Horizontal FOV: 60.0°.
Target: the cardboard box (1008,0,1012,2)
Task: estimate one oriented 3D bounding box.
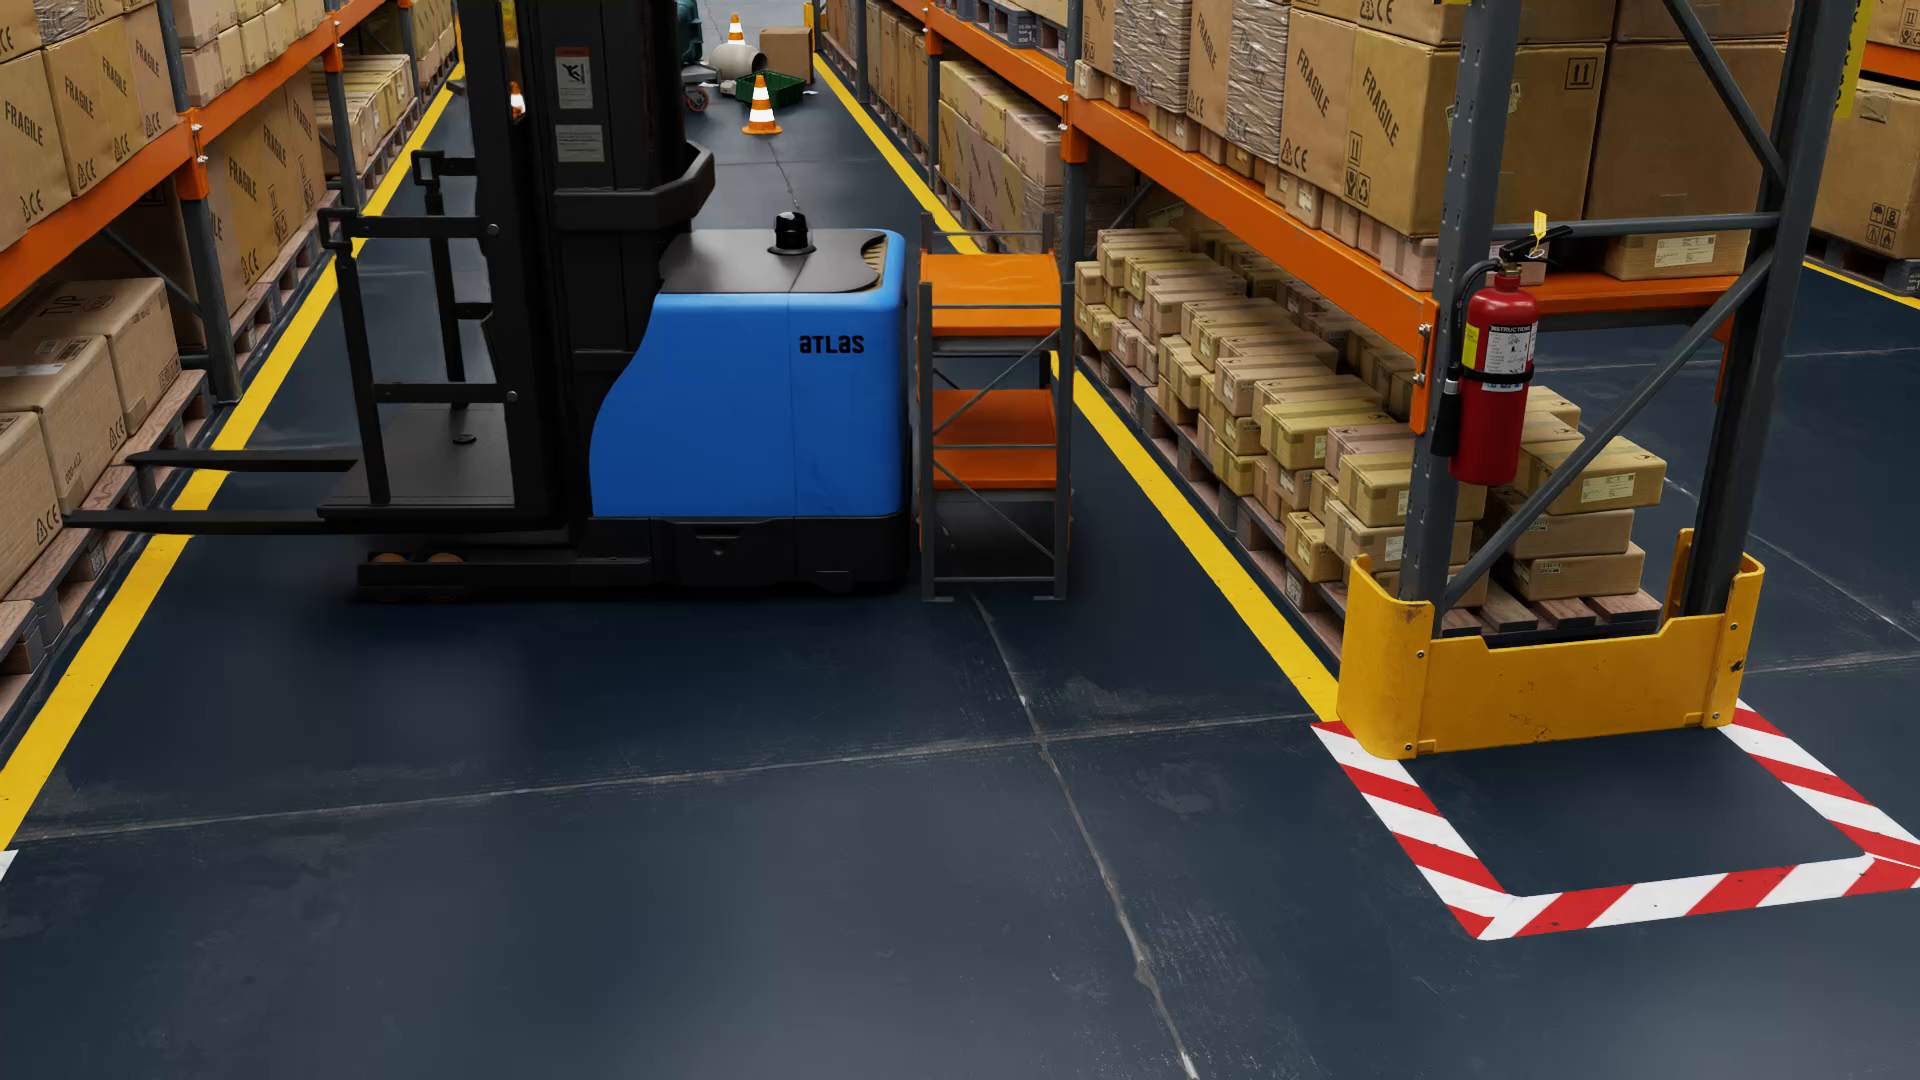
[{"bbox_3d":[0.450,-3.225,9.676,0.380,0.149,0.250,-5,24,-11],"label":"cardboard box"}]

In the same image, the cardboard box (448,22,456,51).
[{"bbox_3d":[-5.635,-5.328,17.613,0.500,0.250,0.500,-4,24,-10],"label":"cardboard box"}]

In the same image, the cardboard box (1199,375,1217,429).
[{"bbox_3d":[1.138,-0.534,6.391,0.380,0.149,0.250,-3,24,-7],"label":"cardboard box"}]

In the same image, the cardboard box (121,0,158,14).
[{"bbox_3d":[-3.476,-2.322,6.445,0.500,0.500,0.500,-5,24,-10],"label":"cardboard box"}]

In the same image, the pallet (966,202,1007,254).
[{"bbox_3d":[0.637,-1.899,10.333,1.003,0.211,1.213,-4,24,-10],"label":"pallet"}]

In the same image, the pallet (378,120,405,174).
[{"bbox_3d":[-4.939,-3.065,13.004,1.003,0.211,1.213,-4,24,-10],"label":"pallet"}]

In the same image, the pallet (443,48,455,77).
[{"bbox_3d":[-5.924,-5.073,17.603,1.003,0.211,1.213,-4,24,-10],"label":"pallet"}]

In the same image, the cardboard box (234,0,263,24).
[{"bbox_3d":[-3.830,-2.741,8.341,0.500,0.250,0.500,-4,24,-9],"label":"cardboard box"}]

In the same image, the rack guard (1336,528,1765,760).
[{"bbox_3d":[1.737,0.300,4.940,1.175,0.500,0.348,-4,24,-10],"label":"rack guard"}]

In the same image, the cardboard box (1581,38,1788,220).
[{"bbox_3d":[1.940,-1.195,4.742,0.500,0.500,0.500,-3,24,-7],"label":"cardboard box"}]

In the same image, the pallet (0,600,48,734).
[{"bbox_3d":[-3.319,0.559,4.706,1.003,0.211,1.213,-4,24,-10],"label":"pallet"}]

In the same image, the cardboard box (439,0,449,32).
[{"bbox_3d":[-5.549,-5.479,17.020,0.500,0.500,0.500,-3,24,-8],"label":"cardboard box"}]

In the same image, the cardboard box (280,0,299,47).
[{"bbox_3d":[-4.038,-2.909,9.351,0.500,0.250,0.500,-5,24,-10],"label":"cardboard box"}]

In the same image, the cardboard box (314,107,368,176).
[{"bbox_3d":[-4.669,-2.768,11.598,0.950,0.372,0.625,-6,24,-13],"label":"cardboard box"}]

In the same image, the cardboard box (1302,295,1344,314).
[{"bbox_3d":[1.647,-0.920,6.902,0.380,0.149,0.250,-5,24,-12],"label":"cardboard box"}]

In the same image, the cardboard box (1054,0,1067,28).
[{"bbox_3d":[0.695,-2.710,8.497,0.380,0.149,0.250,-4,24,-9],"label":"cardboard box"}]

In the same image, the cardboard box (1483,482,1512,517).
[{"bbox_3d":[1.912,-0.175,5.569,0.380,0.149,0.250,-4,24,-10],"label":"cardboard box"}]

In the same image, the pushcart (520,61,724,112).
[{"bbox_3d":[-3.082,-4.117,15.204,1.648,0.377,0.936,-13,27,-28],"label":"pushcart"}]

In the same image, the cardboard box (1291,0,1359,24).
[{"bbox_3d":[1.329,-1.817,4.917,0.500,0.500,0.500,-5,24,-12],"label":"cardboard box"}]

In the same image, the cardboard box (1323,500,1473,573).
[{"bbox_3d":[1.373,-0.025,5.225,0.380,0.149,0.250,-5,24,-11],"label":"cardboard box"}]

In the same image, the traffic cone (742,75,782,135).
[{"bbox_3d":[-1.704,-3.734,14.222,0.336,0.463,0.334,-4,24,-10],"label":"traffic cone"}]

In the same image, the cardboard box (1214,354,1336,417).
[{"bbox_3d":[1.152,-0.568,6.096,0.380,0.149,0.250,-3,24,-8],"label":"cardboard box"}]

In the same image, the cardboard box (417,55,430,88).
[{"bbox_3d":[-5.157,-4.314,15.292,0.500,0.250,0.500,-5,24,-12],"label":"cardboard box"}]

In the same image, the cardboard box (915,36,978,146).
[{"bbox_3d":[0.248,-3.370,12.506,1.050,0.750,0.750,-5,24,-10],"label":"cardboard box"}]

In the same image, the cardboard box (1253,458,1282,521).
[{"bbox_3d":[1.279,-0.194,5.983,0.380,0.149,0.250,-4,24,-9],"label":"cardboard box"}]

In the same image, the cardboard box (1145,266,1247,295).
[{"bbox_3d":[1.030,-1.088,7.287,0.380,0.149,0.250,-5,24,-11],"label":"cardboard box"}]

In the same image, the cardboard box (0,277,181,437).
[{"bbox_3d":[-3.824,-0.747,6.889,0.875,0.438,0.875,-5,24,-11],"label":"cardboard box"}]

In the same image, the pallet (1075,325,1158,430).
[{"bbox_3d":[1.171,-0.850,7.932,1.003,0.211,1.213,-4,24,-10],"label":"pallet"}]

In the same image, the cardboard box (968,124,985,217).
[{"bbox_3d":[0.348,-2.314,10.398,0.500,0.500,0.500,-5,24,-11],"label":"cardboard box"}]

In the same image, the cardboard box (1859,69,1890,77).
[{"bbox_3d":[5.601,-2.537,10.442,1.225,0.875,0.875,-5,24,-12],"label":"cardboard box"}]

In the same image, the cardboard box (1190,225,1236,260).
[{"bbox_3d":[1.333,-1.427,8.064,0.380,0.149,0.250,-4,24,-8],"label":"cardboard box"}]

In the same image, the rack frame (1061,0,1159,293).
[{"bbox_3d":[1.012,-2.389,7.973,1.000,3.000,0.127,-4,24,-10],"label":"rack frame"}]

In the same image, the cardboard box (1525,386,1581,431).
[{"bbox_3d":[1.899,-0.414,5.744,0.380,0.149,0.250,-4,24,-10],"label":"cardboard box"}]

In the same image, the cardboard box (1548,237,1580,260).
[{"bbox_3d":[1.926,-0.950,4.991,0.380,0.149,0.250,-3,24,-8],"label":"cardboard box"}]

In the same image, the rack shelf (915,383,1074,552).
[{"bbox_3d":[0.111,-0.288,6.114,0.538,0.278,1.000,0,24,-1],"label":"rack shelf"}]

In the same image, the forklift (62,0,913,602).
[{"bbox_3d":[-1.702,-1.340,5.656,3.031,2.935,1.130,0,24,0],"label":"forklift"}]

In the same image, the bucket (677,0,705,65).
[{"bbox_3d":[-2.758,-4.615,15.261,0.726,0.611,0.620,4,34,9],"label":"bucket"}]

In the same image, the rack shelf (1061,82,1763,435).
[{"bbox_3d":[1.382,-1.273,6.316,1.077,0.370,4.000,-4,24,-10],"label":"rack shelf"}]

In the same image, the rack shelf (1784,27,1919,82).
[{"bbox_3d":[5.535,-3.174,10.668,1.077,0.370,4.000,-4,24,-10],"label":"rack shelf"}]

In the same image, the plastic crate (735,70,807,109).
[{"bbox_3d":[-1.787,-4.245,15.664,0.450,0.188,0.662,17,27,13],"label":"plastic crate"}]

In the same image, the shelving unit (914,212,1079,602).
[{"bbox_3d":[0.111,-0.512,6.016,0.538,1.125,1.048,0,24,-1],"label":"shelving unit"}]

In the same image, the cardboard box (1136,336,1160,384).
[{"bbox_3d":[1.006,-0.814,7.403,0.380,0.149,0.250,-5,24,-11],"label":"cardboard box"}]

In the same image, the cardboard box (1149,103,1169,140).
[{"bbox_3d":[0.991,-1.730,6.778,0.380,0.149,0.250,-4,24,-9],"label":"cardboard box"}]

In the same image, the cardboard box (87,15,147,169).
[{"bbox_3d":[-3.397,-1.664,6.187,0.500,0.500,0.500,-5,24,-11],"label":"cardboard box"}]

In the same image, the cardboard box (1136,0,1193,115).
[{"bbox_3d":[1.012,-1.963,6.501,0.500,0.500,0.500,-5,24,-11],"label":"cardboard box"}]

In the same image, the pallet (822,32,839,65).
[{"bbox_3d":[-0.982,-5.523,18.632,1.003,0.211,1.213,-4,24,-10],"label":"pallet"}]

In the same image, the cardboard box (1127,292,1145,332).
[{"bbox_3d":[0.980,-1.059,7.594,0.380,0.149,0.250,-4,24,-10],"label":"cardboard box"}]

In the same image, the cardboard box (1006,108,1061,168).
[{"bbox_3d":[0.544,-2.257,9.333,0.500,0.250,0.500,-3,24,-7],"label":"cardboard box"}]

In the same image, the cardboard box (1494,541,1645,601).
[{"bbox_3d":[1.969,0.068,5.383,0.380,0.149,0.250,-4,24,-9],"label":"cardboard box"}]

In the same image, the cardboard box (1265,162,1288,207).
[{"bbox_3d":[1.253,-1.211,5.589,0.380,0.149,0.250,-5,24,-12],"label":"cardboard box"}]
